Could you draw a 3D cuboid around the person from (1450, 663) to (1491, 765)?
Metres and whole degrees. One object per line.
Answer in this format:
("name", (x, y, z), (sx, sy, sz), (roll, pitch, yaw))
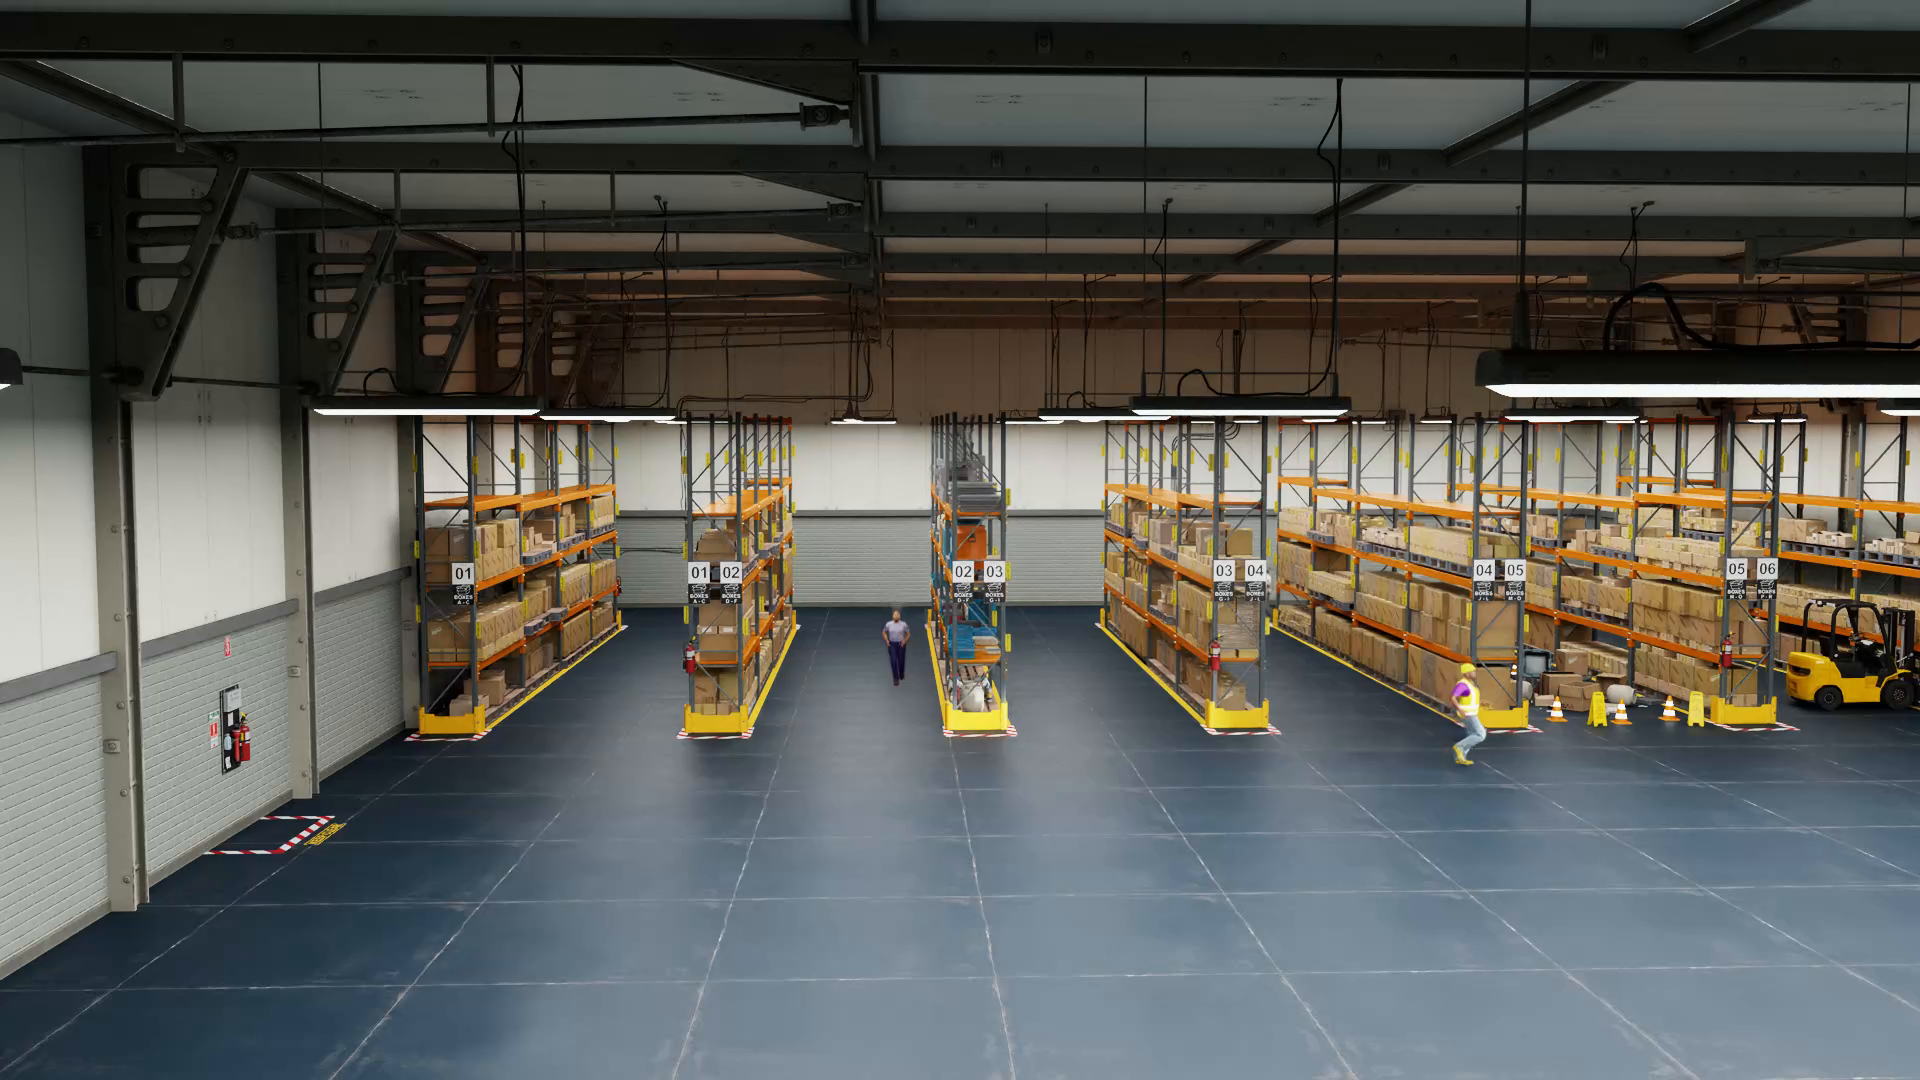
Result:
("person", (8.624, 2.943, 28.055), (0.596, 1.719, 0.689), (2, 4, 28))

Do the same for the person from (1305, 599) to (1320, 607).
("person", (10.385, 1.562, 48.882), (0.728, 1.685, 0.573), (-3, 5, -38))

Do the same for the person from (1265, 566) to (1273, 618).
("person", (8.964, 1.585, 48.773), (0.698, 1.731, 0.570), (-2, 4, -26))

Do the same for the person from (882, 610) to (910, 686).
("person", (-1.404, 2.361, 36.616), (0.614, 1.626, 0.639), (0, 4, -3))
